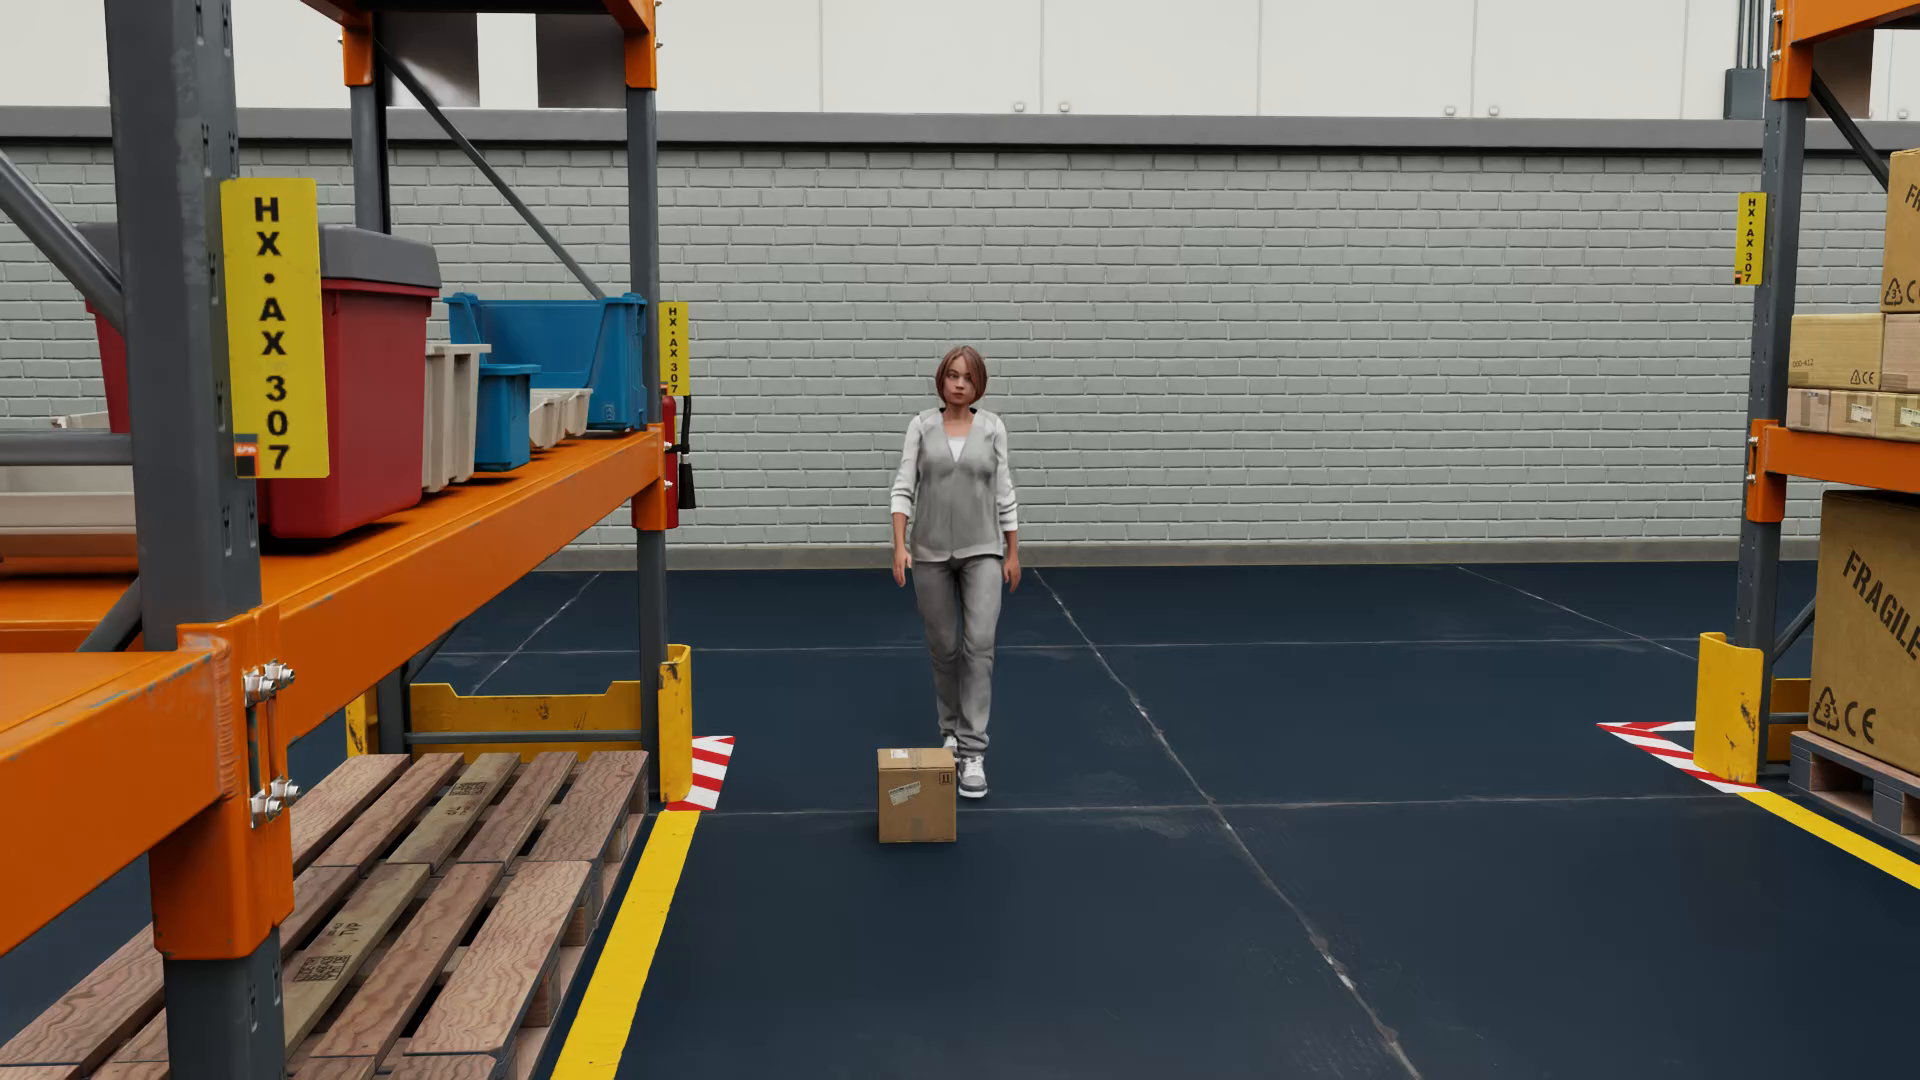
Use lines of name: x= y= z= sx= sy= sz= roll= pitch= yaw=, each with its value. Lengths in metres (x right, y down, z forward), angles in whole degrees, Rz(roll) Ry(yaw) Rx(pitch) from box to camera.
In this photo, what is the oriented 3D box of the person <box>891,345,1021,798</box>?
person: x=-0.033 y=0.088 z=6.035 sx=0.468 sy=1.576 sz=0.751 roll=1 pitch=7 yaw=6
